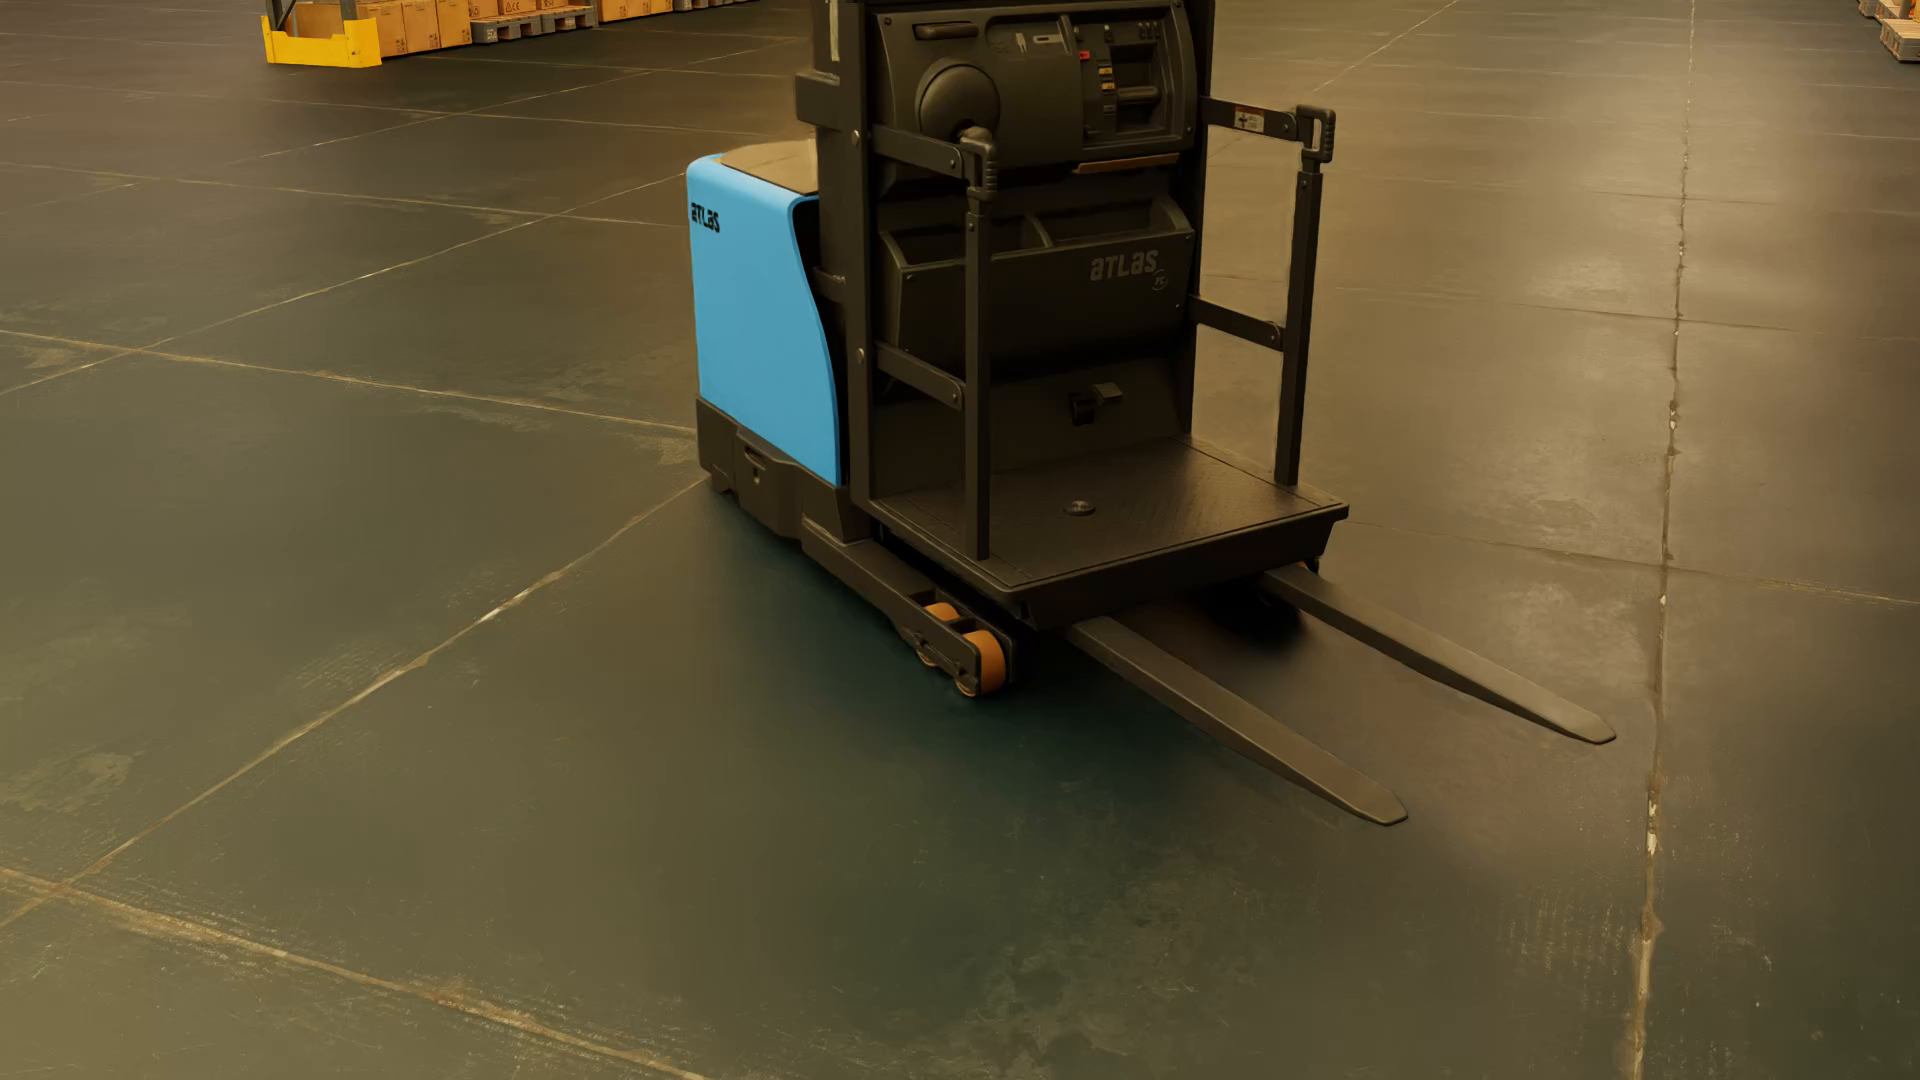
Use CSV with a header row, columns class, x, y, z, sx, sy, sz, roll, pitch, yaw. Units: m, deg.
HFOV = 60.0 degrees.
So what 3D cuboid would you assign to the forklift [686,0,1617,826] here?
class,x,y,z,sx,sy,sz,roll,pitch,yaw
forklift,0.326,-1.165,4.079,1.130,2.935,3.031,-13,26,-28
